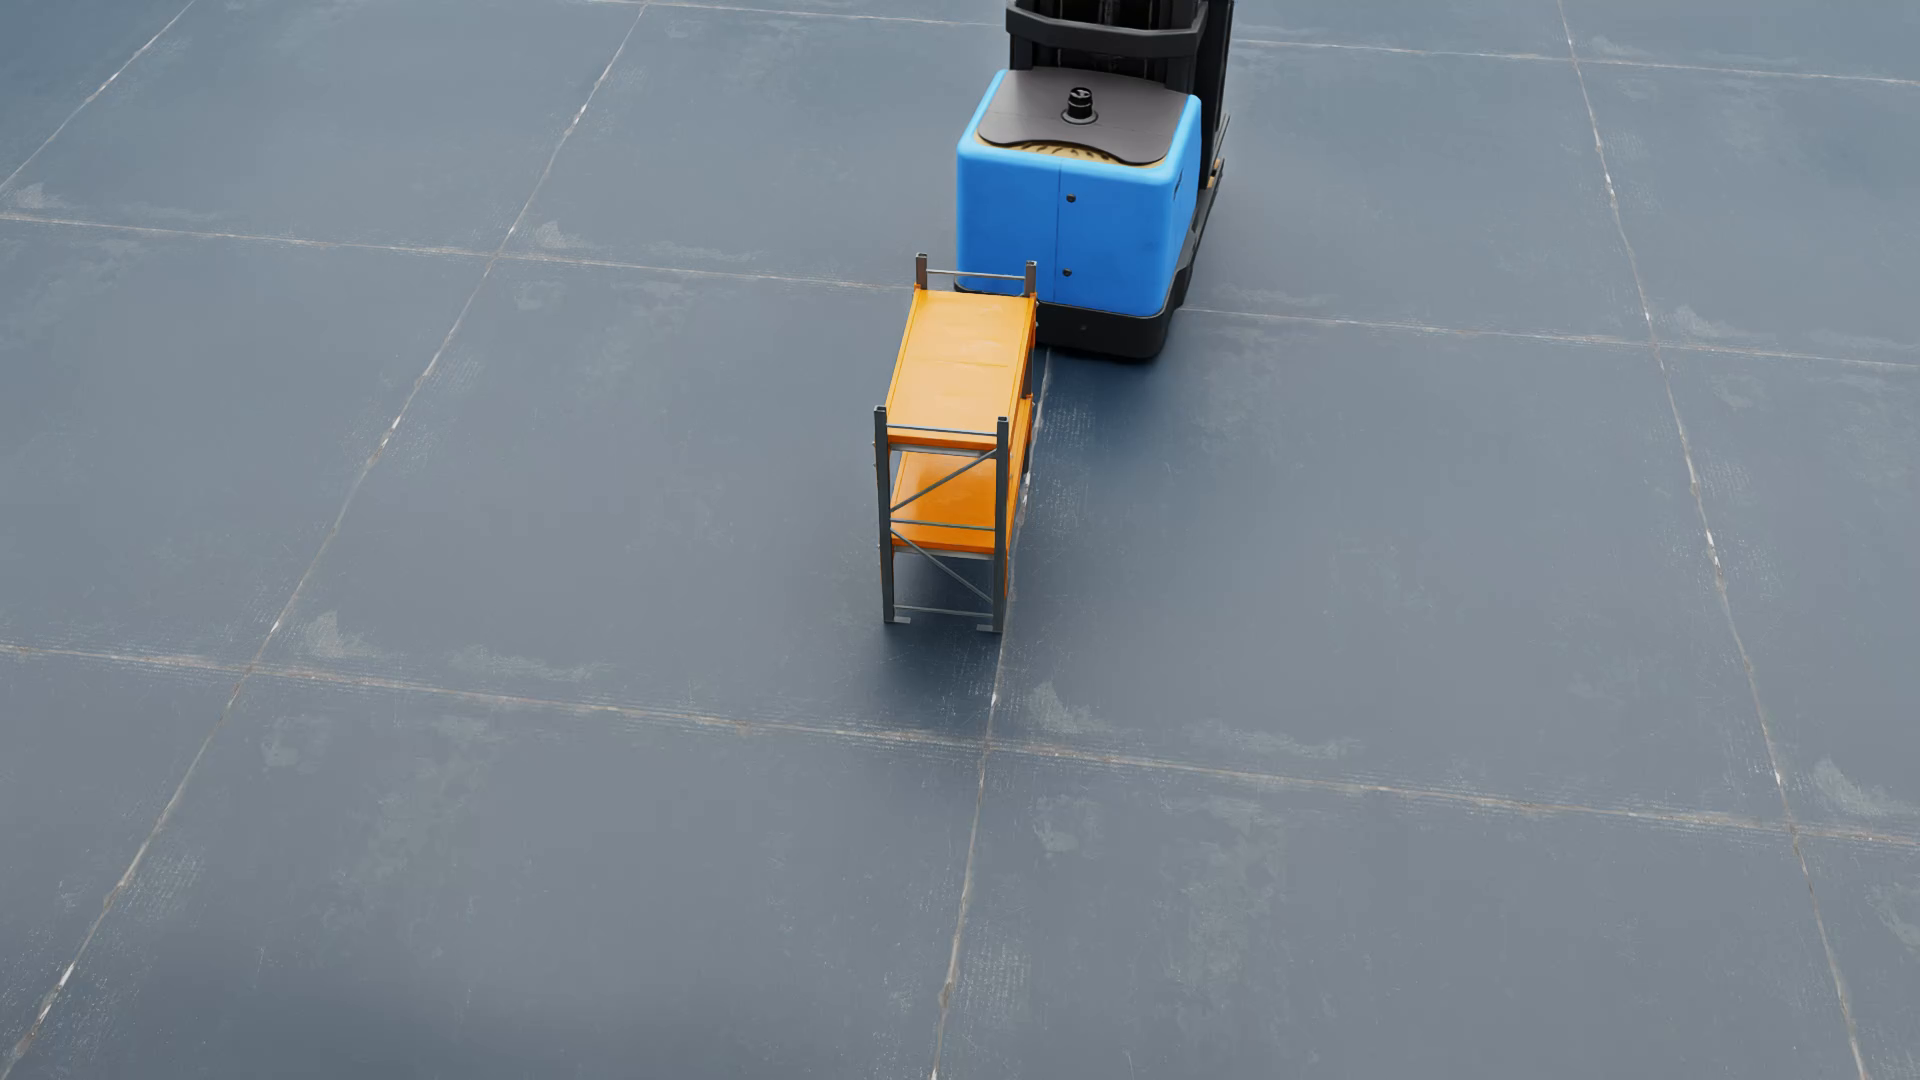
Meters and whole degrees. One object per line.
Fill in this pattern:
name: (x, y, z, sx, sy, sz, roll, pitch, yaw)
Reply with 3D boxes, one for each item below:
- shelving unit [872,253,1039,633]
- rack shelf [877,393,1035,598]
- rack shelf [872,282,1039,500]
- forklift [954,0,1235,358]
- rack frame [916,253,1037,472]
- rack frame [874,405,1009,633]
shelving unit: (-0.001, -0.404, 6.881, 0.538, 1.125, 1.048, 5, 44, 6)
rack shelf: (-0.001, -0.226, 7.049, 0.538, 0.278, 1.000, 5, 44, 6)
rack shelf: (-0.001, -0.616, 6.679, 0.538, 0.278, 1.000, 5, 44, 6)
forklift: (0.858, -2.979, 8.287, 1.130, 2.935, 3.031, 11, 45, 11)
rack frame: (0.066, -0.750, 7.246, 0.500, 1.125, 0.032, 5, 44, 6)
rack frame: (-0.068, -0.057, 6.515, 0.500, 1.125, 0.032, 5, 44, 6)
